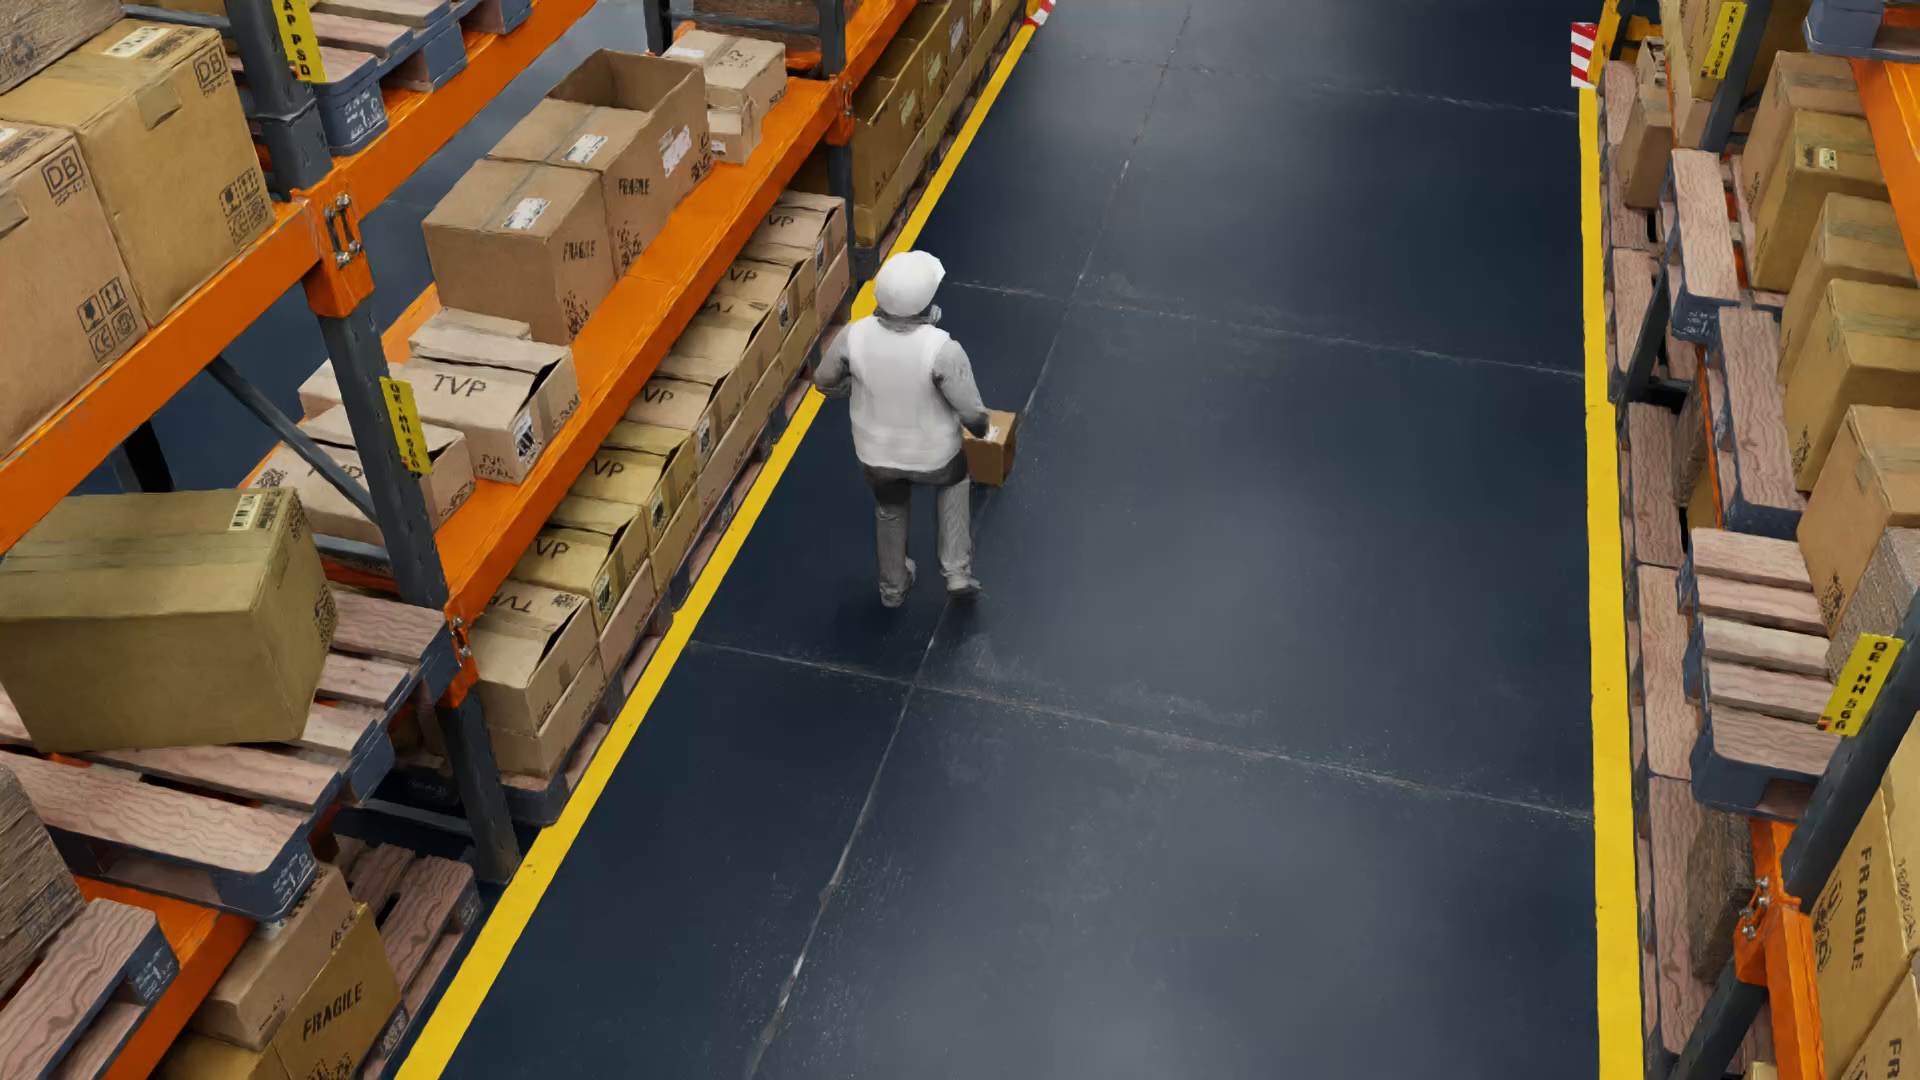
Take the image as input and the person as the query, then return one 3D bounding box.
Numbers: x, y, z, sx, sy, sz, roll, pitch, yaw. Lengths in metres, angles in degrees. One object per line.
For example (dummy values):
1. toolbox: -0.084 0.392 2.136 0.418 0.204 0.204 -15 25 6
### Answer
1. person: -0.217 -0.439 6.677 0.702 1.744 0.501 5 41 6
